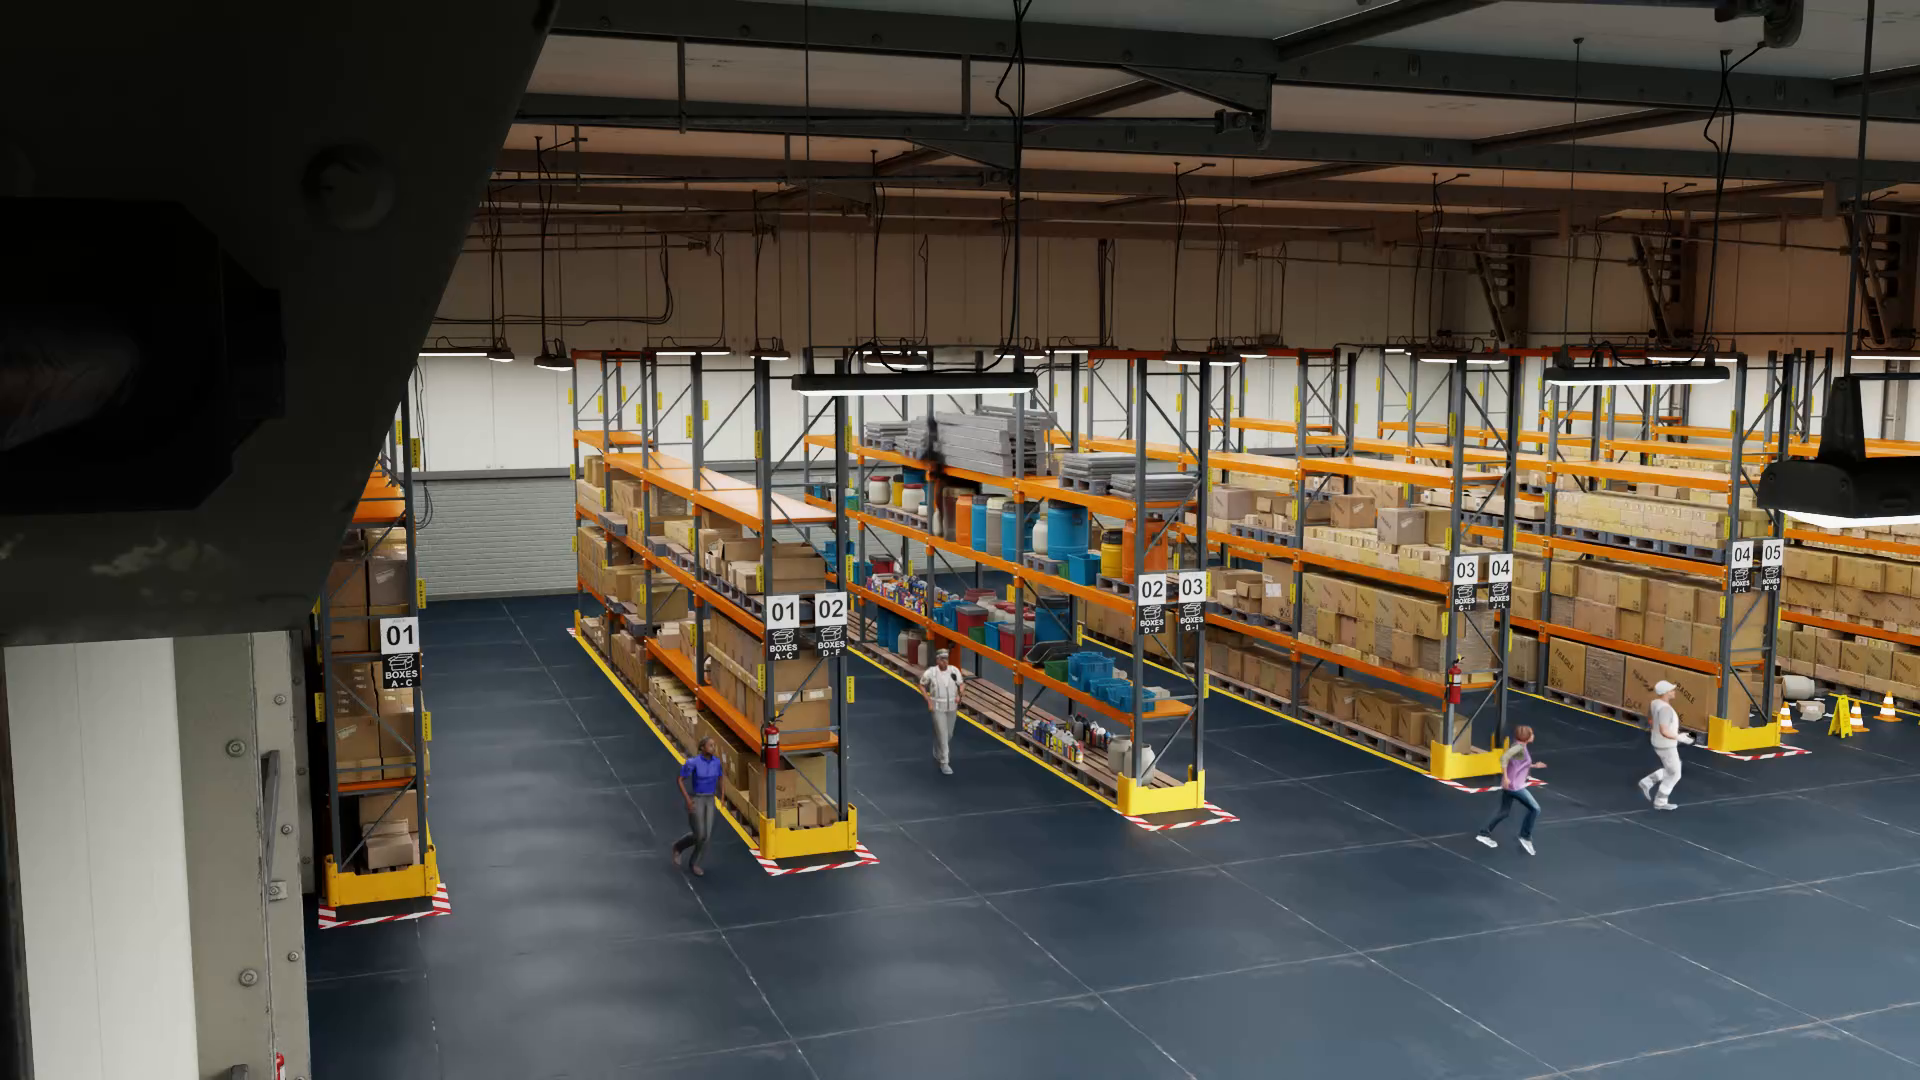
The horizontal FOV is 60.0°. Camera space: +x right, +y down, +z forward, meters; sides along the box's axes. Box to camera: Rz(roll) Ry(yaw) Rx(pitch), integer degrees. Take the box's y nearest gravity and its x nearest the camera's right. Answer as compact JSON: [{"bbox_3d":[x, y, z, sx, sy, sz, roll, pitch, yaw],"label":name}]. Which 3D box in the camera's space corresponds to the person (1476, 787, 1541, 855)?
[{"bbox_3d":[6.688,3.351,20.283,0.733,0.979,0.329,2,7,12],"label":"person"}]

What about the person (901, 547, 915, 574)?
[{"bbox_3d":[-1.220,0.918,37.258,0.555,1.581,0.829,-6,9,-38],"label":"person"}]

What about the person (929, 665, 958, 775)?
[{"bbox_3d":[-0.257,2.561,24.163,0.426,1.518,0.912,-3,8,-21],"label":"person"}]

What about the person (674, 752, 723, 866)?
[{"bbox_3d":[-3.032,3.172,19.657,0.584,1.346,0.431,-7,10,-44],"label":"person"}]

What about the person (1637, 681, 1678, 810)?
[{"bbox_3d":[9.313,2.726,22.110,0.500,1.737,0.652,1,7,12],"label":"person"}]
